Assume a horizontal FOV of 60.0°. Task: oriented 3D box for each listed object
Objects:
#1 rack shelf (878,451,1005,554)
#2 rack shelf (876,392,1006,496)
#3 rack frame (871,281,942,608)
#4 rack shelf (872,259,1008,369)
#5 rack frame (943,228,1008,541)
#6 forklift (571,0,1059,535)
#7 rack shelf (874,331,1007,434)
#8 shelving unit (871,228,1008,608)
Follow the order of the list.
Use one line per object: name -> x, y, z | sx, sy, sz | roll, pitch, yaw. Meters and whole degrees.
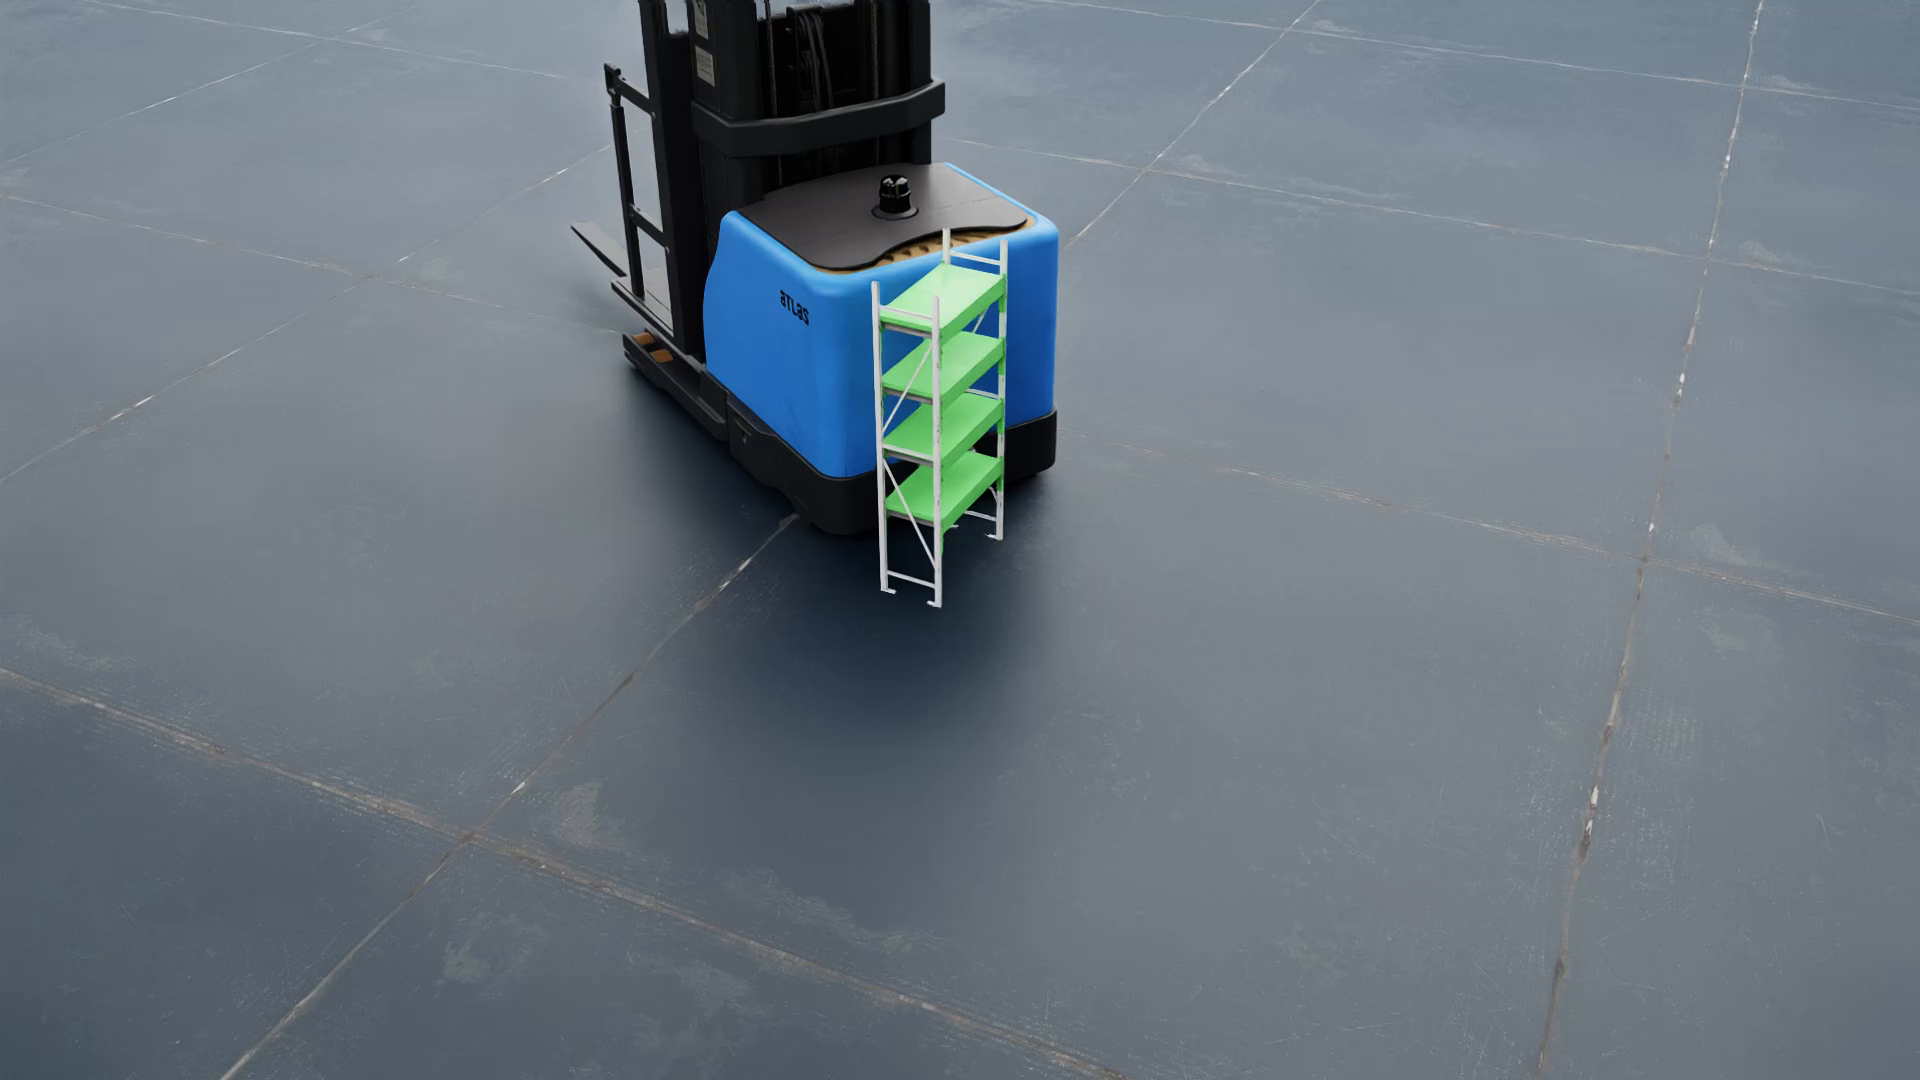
rack shelf -> -0.061, -0.159, 5.952 | 0.258, 0.148, 0.480 | 16, 36, 23
rack shelf -> -0.061, -0.359, 5.820 | 0.258, 0.148, 0.480 | 16, 36, 23
rack frame -> -0.173, -0.294, 5.604 | 0.240, 1.200, 0.015 | 16, 36, 23
rack shelf -> -0.061, -0.761, 5.557 | 0.258, 0.148, 0.480 | 16, 36, 23
rack frame -> 0.051, -0.532, 5.967 | 0.240, 1.200, 0.015 | 16, 36, 23
forklift -> -0.836, -2.015, 6.650 | 1.130, 2.935, 3.031 | -19, 38, -27
rack shelf -> -0.061, -0.560, 5.689 | 0.258, 0.148, 0.480 | 16, 36, 23
shelving unit -> -0.061, -0.413, 5.785 | 0.258, 1.200, 0.503 | 16, 36, 23
